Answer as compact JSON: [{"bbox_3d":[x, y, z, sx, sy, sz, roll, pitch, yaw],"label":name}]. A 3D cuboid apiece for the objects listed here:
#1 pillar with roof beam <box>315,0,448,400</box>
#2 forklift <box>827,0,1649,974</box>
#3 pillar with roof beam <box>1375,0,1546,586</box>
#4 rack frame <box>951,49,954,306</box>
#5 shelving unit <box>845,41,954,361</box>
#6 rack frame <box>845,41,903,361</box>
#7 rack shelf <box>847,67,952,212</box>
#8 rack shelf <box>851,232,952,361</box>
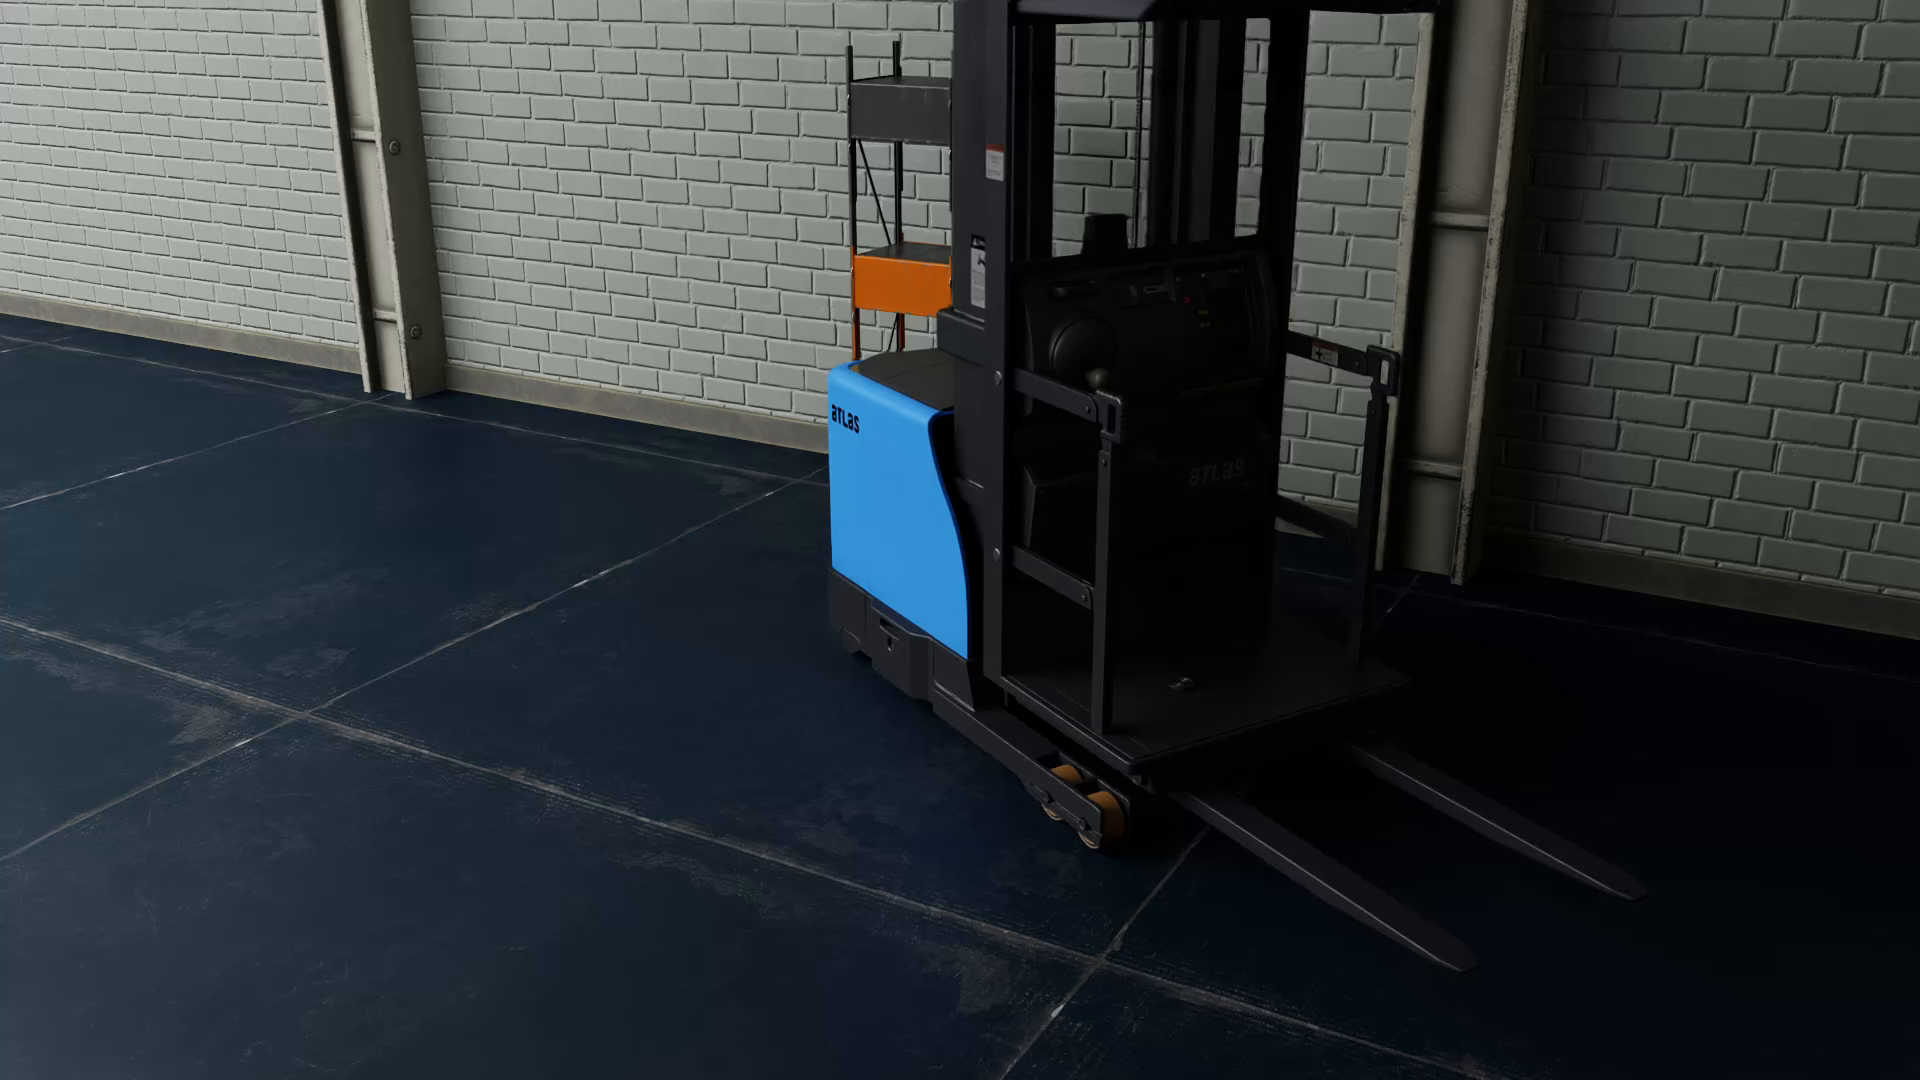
[{"bbox_3d":[-5.359,-3.836,4.745,0.400,9.000,9.100,11,23,27],"label":"pillar with roof beam"},{"bbox_3d":[0.694,-0.653,4.868,1.130,2.935,3.031,-12,23,-29],"label":"forklift"},{"bbox_3d":[-0.121,-2.839,1.994,0.400,9.000,9.100,11,23,27],"label":"pillar with roof beam"},{"bbox_3d":[0.069,-0.974,6.971,0.015,2.100,0.400,11,23,27],"label":"rack frame"},{"bbox_3d":[-0.145,-1.015,7.083,0.503,2.100,0.431,11,23,27],"label":"shelving unit"},{"bbox_3d":[-0.358,-1.055,7.195,0.015,2.100,0.400,11,23,27],"label":"rack frame"},{"bbox_3d":[-0.145,-1.660,6.849,0.480,0.518,0.431,11,23,27],"label":"rack shelf"},{"bbox_3d":[-0.145,-1.002,7.088,0.480,0.518,0.431,11,23,27],"label":"rack shelf"}]
